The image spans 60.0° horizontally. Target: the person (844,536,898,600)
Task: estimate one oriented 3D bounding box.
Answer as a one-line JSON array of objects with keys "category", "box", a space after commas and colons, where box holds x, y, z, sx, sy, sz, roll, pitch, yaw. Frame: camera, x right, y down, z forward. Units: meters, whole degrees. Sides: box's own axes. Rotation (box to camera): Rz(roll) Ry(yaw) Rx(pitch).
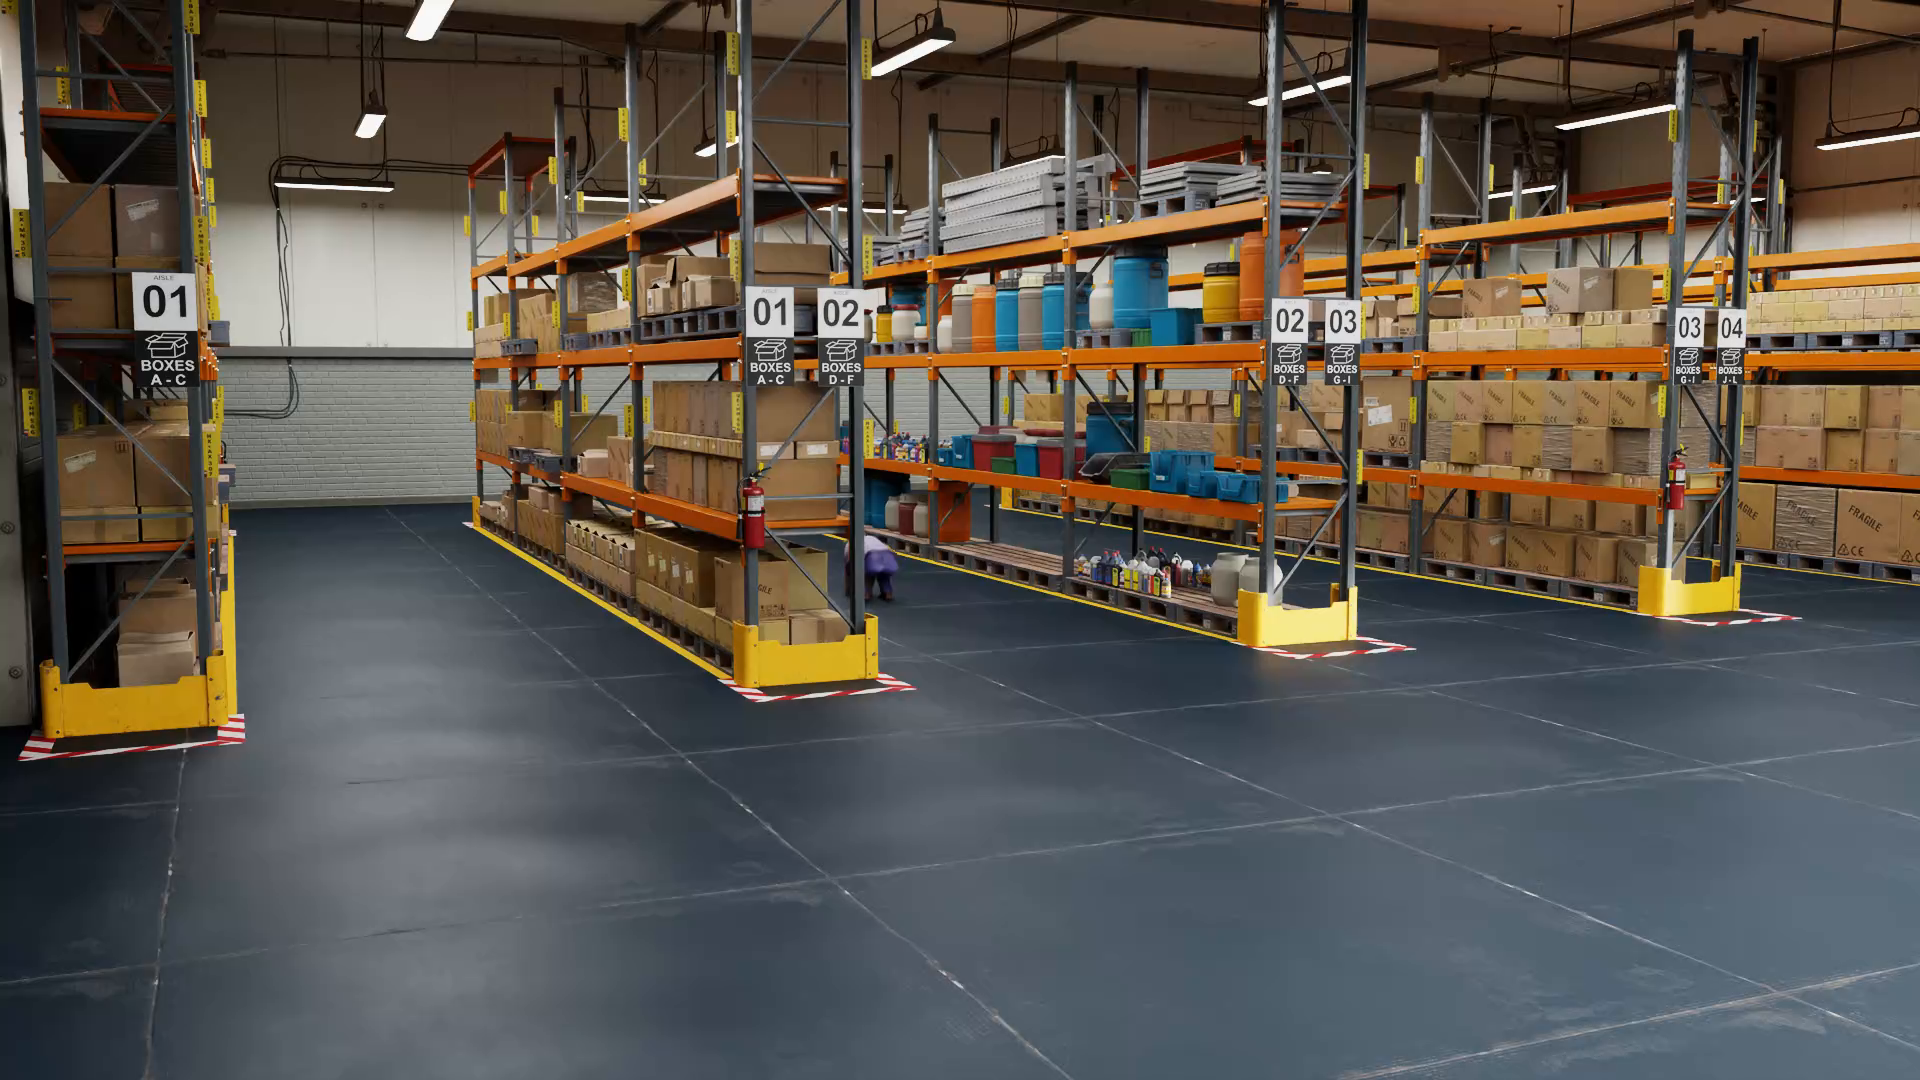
[{"category": "person", "box": [-1.031, 0.310, 18.812, 0.500, 0.777, 0.869, -3, 6, -25]}]
